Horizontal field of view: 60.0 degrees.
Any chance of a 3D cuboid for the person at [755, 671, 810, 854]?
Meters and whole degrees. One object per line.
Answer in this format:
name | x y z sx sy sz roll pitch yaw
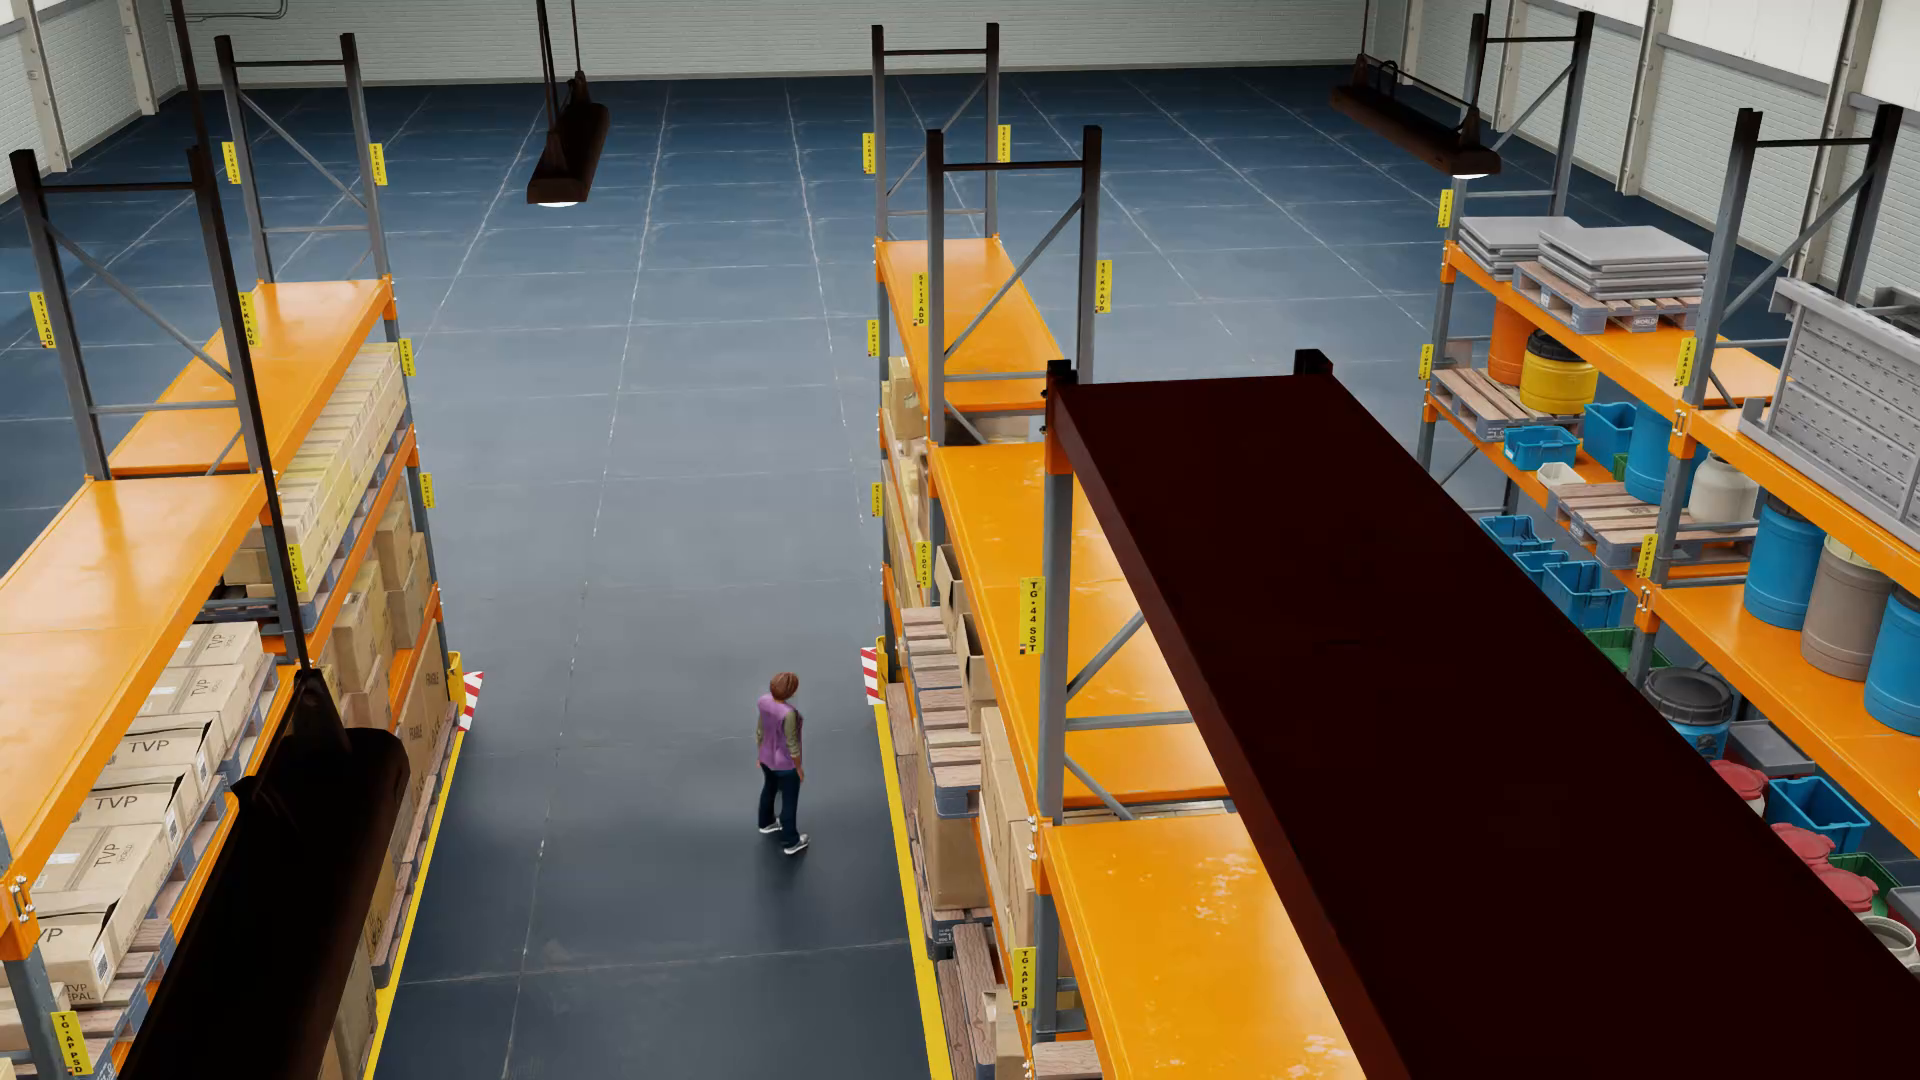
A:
person | -1.409 1.719 13.049 0.517 1.594 0.371 23 34 39
